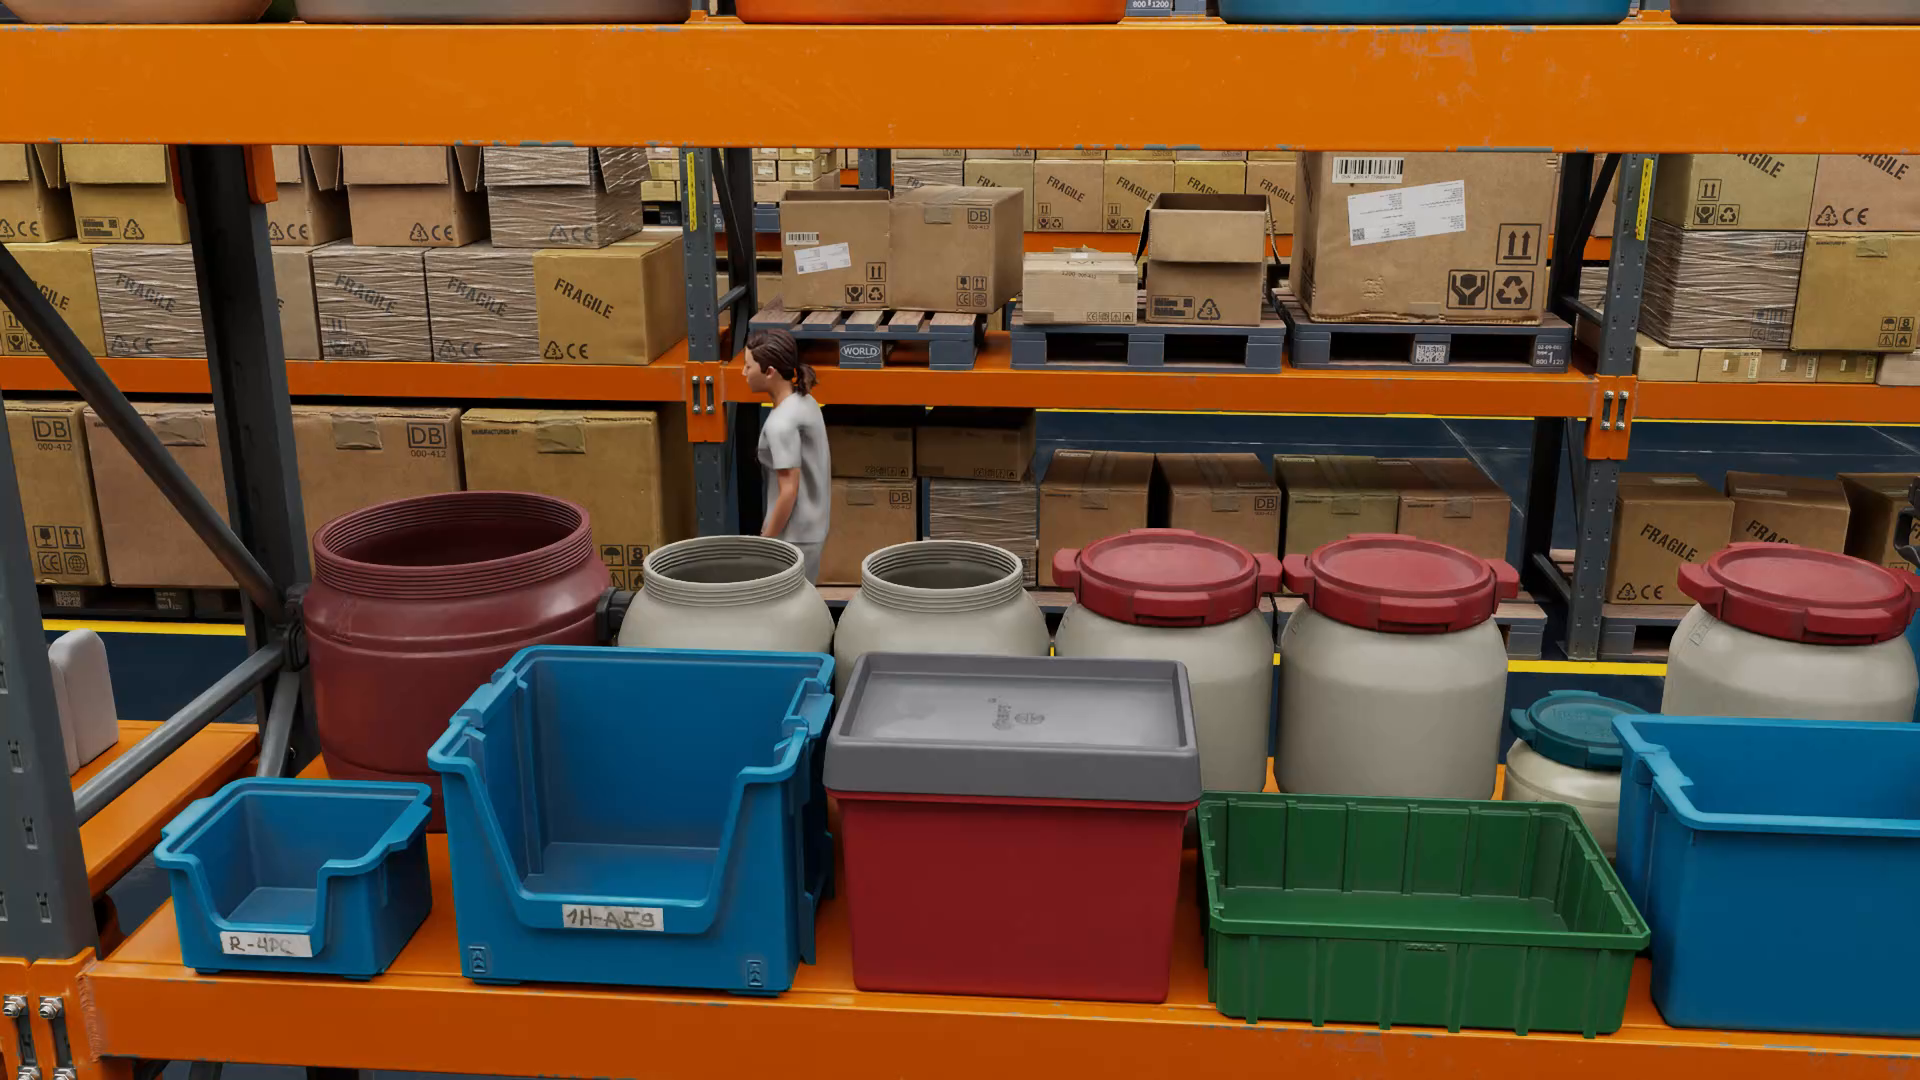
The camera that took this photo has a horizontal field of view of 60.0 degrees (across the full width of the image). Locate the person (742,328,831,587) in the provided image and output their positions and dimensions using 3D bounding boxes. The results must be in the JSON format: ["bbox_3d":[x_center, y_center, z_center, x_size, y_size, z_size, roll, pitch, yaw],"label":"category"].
[{"bbox_3d":[-0.717,-0.015,6.597,0.413,1.675,0.480,1,18,2],"label":"person"}]
